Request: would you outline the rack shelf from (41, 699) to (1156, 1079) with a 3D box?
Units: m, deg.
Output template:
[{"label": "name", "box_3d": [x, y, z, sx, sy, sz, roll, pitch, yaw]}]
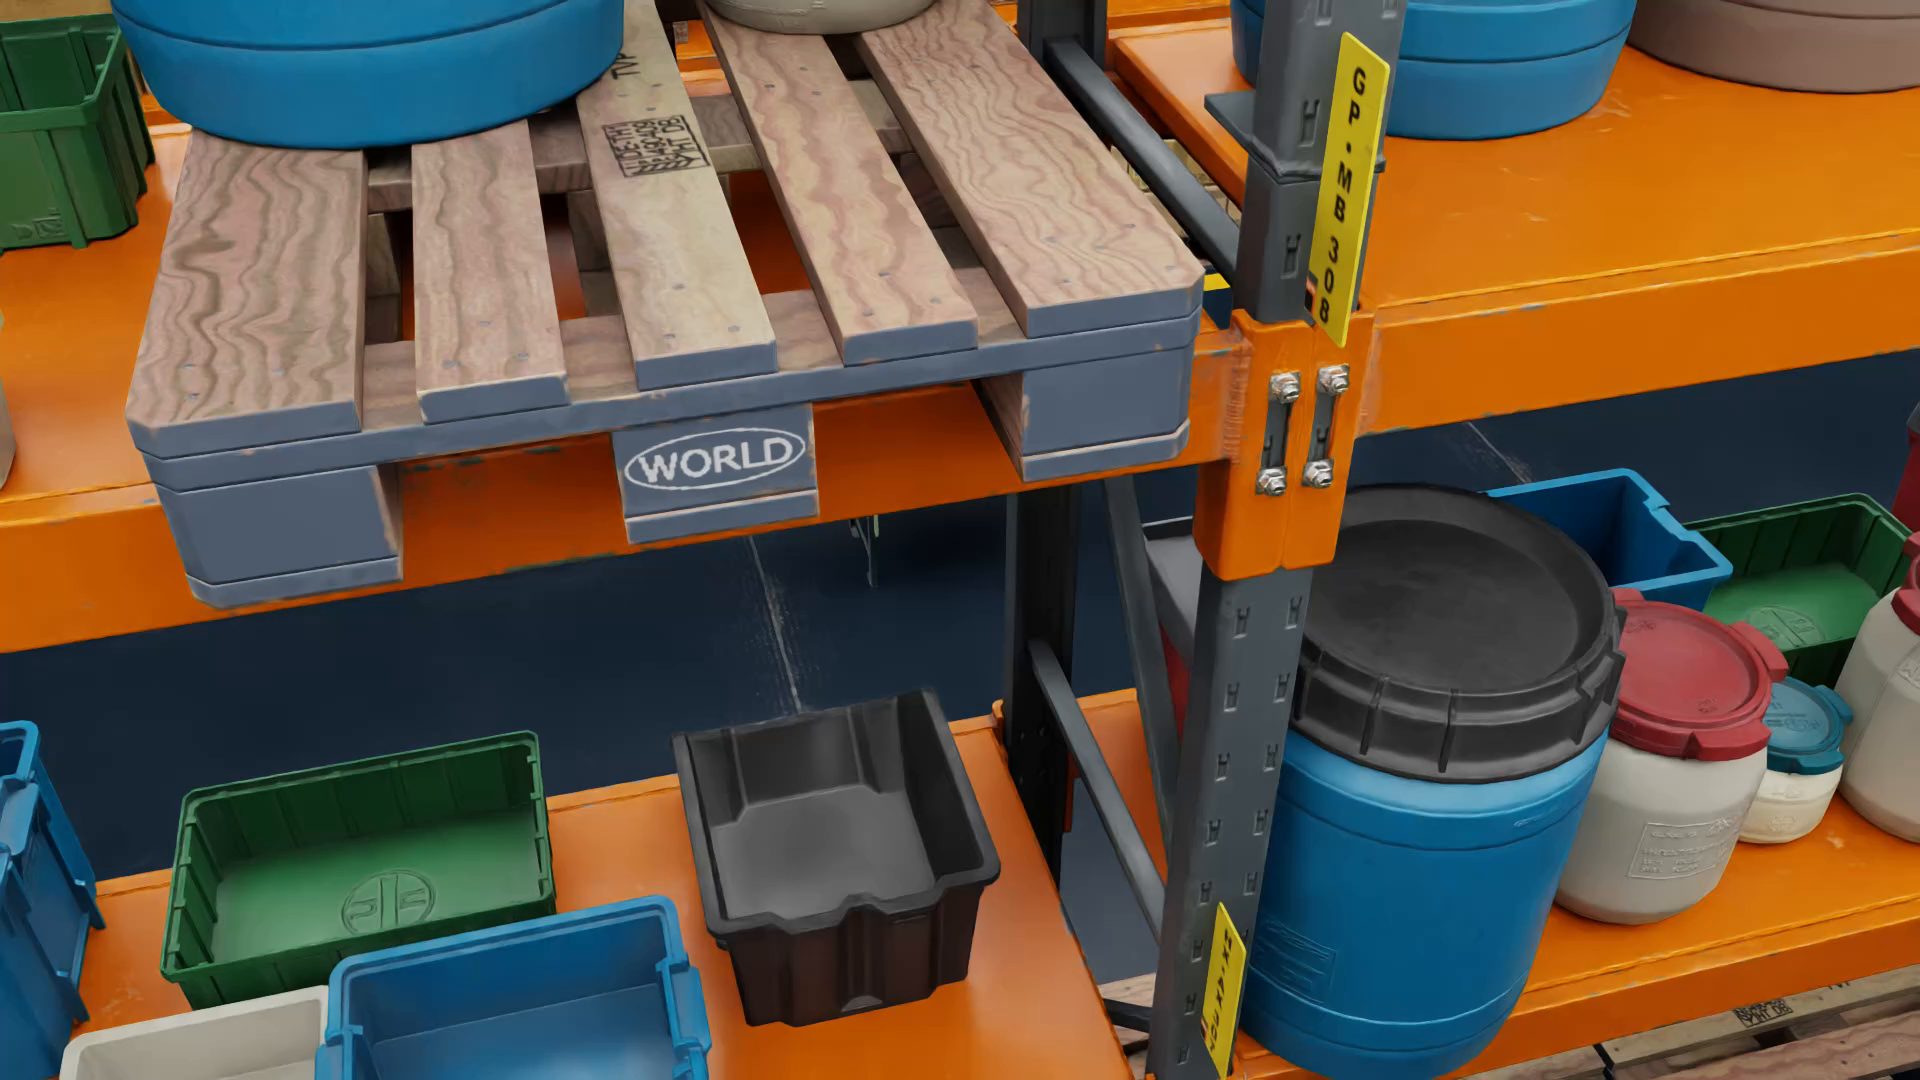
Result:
[{"label": "rack shelf", "box_3d": [-1.651, 1.102, 2.932, 4.000, 0.370, 1.077, -9, 38, -12]}]

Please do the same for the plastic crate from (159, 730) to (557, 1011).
[{"label": "plastic crate", "box_3d": [-1.104, 0.633, 3.128, 0.662, 0.188, 0.450, -9, 38, -12]}]

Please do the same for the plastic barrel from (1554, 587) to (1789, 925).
[{"label": "plastic barrel", "box_3d": [1.261, 0.423, 3.117, 0.433, 0.535, 0.433, 0, 37, 0]}]

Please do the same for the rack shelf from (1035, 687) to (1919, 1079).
[{"label": "rack shelf", "box_3d": [2.211, 0.469, 3.761, 4.000, 0.370, 1.077, -9, 38, -12]}]

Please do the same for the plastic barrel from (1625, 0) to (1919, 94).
[{"label": "plastic barrel", "box_3d": [1.346, -1.202, 2.471, 0.600, 0.901, 0.600, 0, 37, 0]}]

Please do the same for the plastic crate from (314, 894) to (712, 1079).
[{"label": "plastic crate", "box_3d": [-0.718, 0.893, 2.736, 0.616, 0.251, 0.499, -9, 38, -12]}]

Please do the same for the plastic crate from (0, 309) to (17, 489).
[{"label": "plastic crate", "box_3d": [-1.164, -0.096, 1.654, 0.396, 0.136, 0.243, -9, 38, -12]}]

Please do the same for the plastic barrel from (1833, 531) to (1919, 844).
[{"label": "plastic barrel", "box_3d": [1.969, 0.307, 3.268, 0.433, 0.535, 0.433, 0, 37, 0]}]

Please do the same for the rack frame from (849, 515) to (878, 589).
[{"label": "rack frame", "box_3d": [-0.360, -0.537, 5.717, 0.023, 1.500, 0.400, -9, 38, -12]}]

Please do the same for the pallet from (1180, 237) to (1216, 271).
[{"label": "pallet", "box_3d": [0.873, -1.634, 8.212, 1.213, 0.211, 1.003, -9, 38, -12]}]

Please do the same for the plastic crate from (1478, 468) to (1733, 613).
[{"label": "plastic crate", "box_3d": [1.264, 0.149, 3.600, 0.575, 0.384, 0.392, -9, 38, -12]}]

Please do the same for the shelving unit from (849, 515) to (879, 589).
[{"label": "shelving unit", "box_3d": [-0.006, -0.595, 5.793, 0.755, 1.500, 0.431, -9, 38, -12]}]

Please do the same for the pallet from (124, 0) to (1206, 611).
[{"label": "pallet", "box_3d": [-0.391, -0.445, 2.050, 1.003, 0.211, 1.213, -9, 38, -12]}]

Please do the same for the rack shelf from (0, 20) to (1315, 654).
[{"label": "rack shelf", "box_3d": [-1.651, -0.089, 2.021, 4.000, 0.370, 1.077, -9, 38, -12]}]

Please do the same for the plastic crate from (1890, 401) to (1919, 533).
[{"label": "plastic crate", "box_3d": [2.502, -0.083, 3.837, 0.583, 0.464, 0.402, -9, 38, -12]}]

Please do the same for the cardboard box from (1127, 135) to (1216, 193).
[{"label": "cardboard box", "box_3d": [0.940, -1.867, 7.678, 0.500, 0.311, 0.500, -8, 38, -11]}]

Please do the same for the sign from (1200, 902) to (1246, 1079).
[{"label": "sign", "box_3d": [0.413, 0.714, 2.620, 0.005, 0.325, 0.100, -9, 38, -12]}]

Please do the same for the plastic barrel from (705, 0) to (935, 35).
[{"label": "plastic barrel", "box_3d": [-0.187, -0.950, 2.116, 0.421, 0.512, 0.421, 0, 37, 0]}]

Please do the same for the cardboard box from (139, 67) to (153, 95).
[{"label": "cardboard box", "box_3d": [-2.922, -2.126, 6.478, 0.500, 0.500, 0.700, -8, 38, -11]}]

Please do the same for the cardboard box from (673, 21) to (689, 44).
[{"label": "cardboard box", "box_3d": [-1.435, -2.372, 6.800, 0.500, 0.500, 0.700, -10, 39, -13]}]

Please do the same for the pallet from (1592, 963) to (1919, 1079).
[{"label": "pallet", "box_3d": [2.208, 1.265, 4.423, 1.213, 0.211, 1.003, -9, 38, -12]}]

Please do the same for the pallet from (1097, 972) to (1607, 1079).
[{"label": "pallet", "box_3d": [1.028, 1.460, 4.168, 1.213, 0.211, 1.003, -9, 38, -12]}]

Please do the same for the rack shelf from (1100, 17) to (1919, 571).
[{"label": "rack shelf", "box_3d": [2.211, -0.723, 2.849, 4.000, 0.370, 1.077, -9, 38, -12]}]

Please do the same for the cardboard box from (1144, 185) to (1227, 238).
[{"label": "cardboard box", "box_3d": [0.931, -1.643, 7.847, 0.500, 0.250, 0.500, -9, 38, -11]}]

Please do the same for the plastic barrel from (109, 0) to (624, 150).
[{"label": "plastic barrel", "box_3d": [-0.709, -0.963, 1.813, 0.708, 0.901, 0.600, -9, 38, -12]}]

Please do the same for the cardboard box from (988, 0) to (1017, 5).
[{"label": "cardboard box", "box_3d": [0.246, -2.642, 7.152, 0.500, 0.500, 0.500, -7, 38, -9]}]

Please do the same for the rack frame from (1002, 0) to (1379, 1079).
[{"label": "rack frame", "box_3d": [0.280, 0.500, 3.128, 0.127, 3.000, 1.000, -9, 38, -12]}]

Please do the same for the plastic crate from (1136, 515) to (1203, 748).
[{"label": "plastic crate", "box_3d": [0.668, 0.218, 3.443, 0.583, 0.464, 0.402, -9, 38, -12]}]

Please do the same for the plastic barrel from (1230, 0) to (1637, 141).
[{"label": "plastic barrel", "box_3d": [0.714, -1.099, 2.336, 0.708, 0.901, 0.600, -9, 38, -12]}]

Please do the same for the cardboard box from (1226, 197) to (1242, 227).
[{"label": "cardboard box", "box_3d": [1.427, -1.727, 7.956, 0.500, 0.250, 0.500, -8, 38, -11]}]

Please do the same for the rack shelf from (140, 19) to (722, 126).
[{"label": "rack shelf", "box_3d": [-2.939, -1.804, 6.731, 4.000, 0.370, 1.077, -9, 38, -12]}]

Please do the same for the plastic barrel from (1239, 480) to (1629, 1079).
[{"label": "plastic barrel", "box_3d": [0.732, 0.417, 2.823, 0.708, 0.901, 0.600, -9, 38, -12]}]

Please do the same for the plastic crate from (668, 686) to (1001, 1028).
[{"label": "plastic crate", "box_3d": [-0.259, 0.533, 3.136, 0.504, 0.338, 0.767, -9, 38, -12]}]

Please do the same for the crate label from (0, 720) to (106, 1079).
[{"label": "crate label", "box_3d": [-1.875, 0.669, 2.877, 0.616, 0.435, 0.502, -9, 38, -12]}]

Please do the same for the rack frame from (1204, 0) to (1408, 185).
[{"label": "rack frame", "box_3d": [0.280, -1.883, 1.305, 0.127, 3.000, 1.000, -9, 38, -12]}]

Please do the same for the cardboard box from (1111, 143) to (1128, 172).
[{"label": "cardboard box", "box_3d": [0.440, -1.782, 7.567, 0.500, 0.311, 0.500, -11, 39, -13]}]

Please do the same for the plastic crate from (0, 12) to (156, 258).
[{"label": "plastic crate", "box_3d": [-1.314, -0.517, 2.163, 0.450, 0.188, 0.336, -9, 38, -12]}]

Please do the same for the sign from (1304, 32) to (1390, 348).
[{"label": "sign", "box_3d": [0.413, -0.371, 1.790, 0.005, 0.325, 0.100, -9, 38, -12]}]

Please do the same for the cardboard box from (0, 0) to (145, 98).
[{"label": "cardboard box", "box_3d": [-3.429, -2.040, 6.366, 0.500, 0.500, 0.700, -9, 38, -12]}]

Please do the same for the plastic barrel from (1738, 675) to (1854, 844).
[{"label": "plastic barrel", "box_3d": [1.598, 0.435, 3.326, 0.301, 0.262, 0.301, 0, 37, 0]}]

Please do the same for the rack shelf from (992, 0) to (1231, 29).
[{"label": "rack shelf", "box_3d": [0.923, -2.437, 7.560, 4.000, 0.370, 1.077, -9, 38, -12]}]

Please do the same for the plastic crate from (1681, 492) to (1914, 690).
[{"label": "plastic crate", "box_3d": [1.888, 0.142, 3.769, 0.662, 0.188, 0.450, -9, 38, -12]}]

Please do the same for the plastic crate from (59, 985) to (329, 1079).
[{"label": "plastic crate", "box_3d": [-1.222, 1.010, 2.678, 0.437, 0.136, 0.530, -9, 38, -12]}]

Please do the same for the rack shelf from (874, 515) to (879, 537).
[{"label": "rack shelf", "box_3d": [-0.006, -0.336, 5.991, 0.720, 0.370, 0.431, -9, 38, -12]}]
